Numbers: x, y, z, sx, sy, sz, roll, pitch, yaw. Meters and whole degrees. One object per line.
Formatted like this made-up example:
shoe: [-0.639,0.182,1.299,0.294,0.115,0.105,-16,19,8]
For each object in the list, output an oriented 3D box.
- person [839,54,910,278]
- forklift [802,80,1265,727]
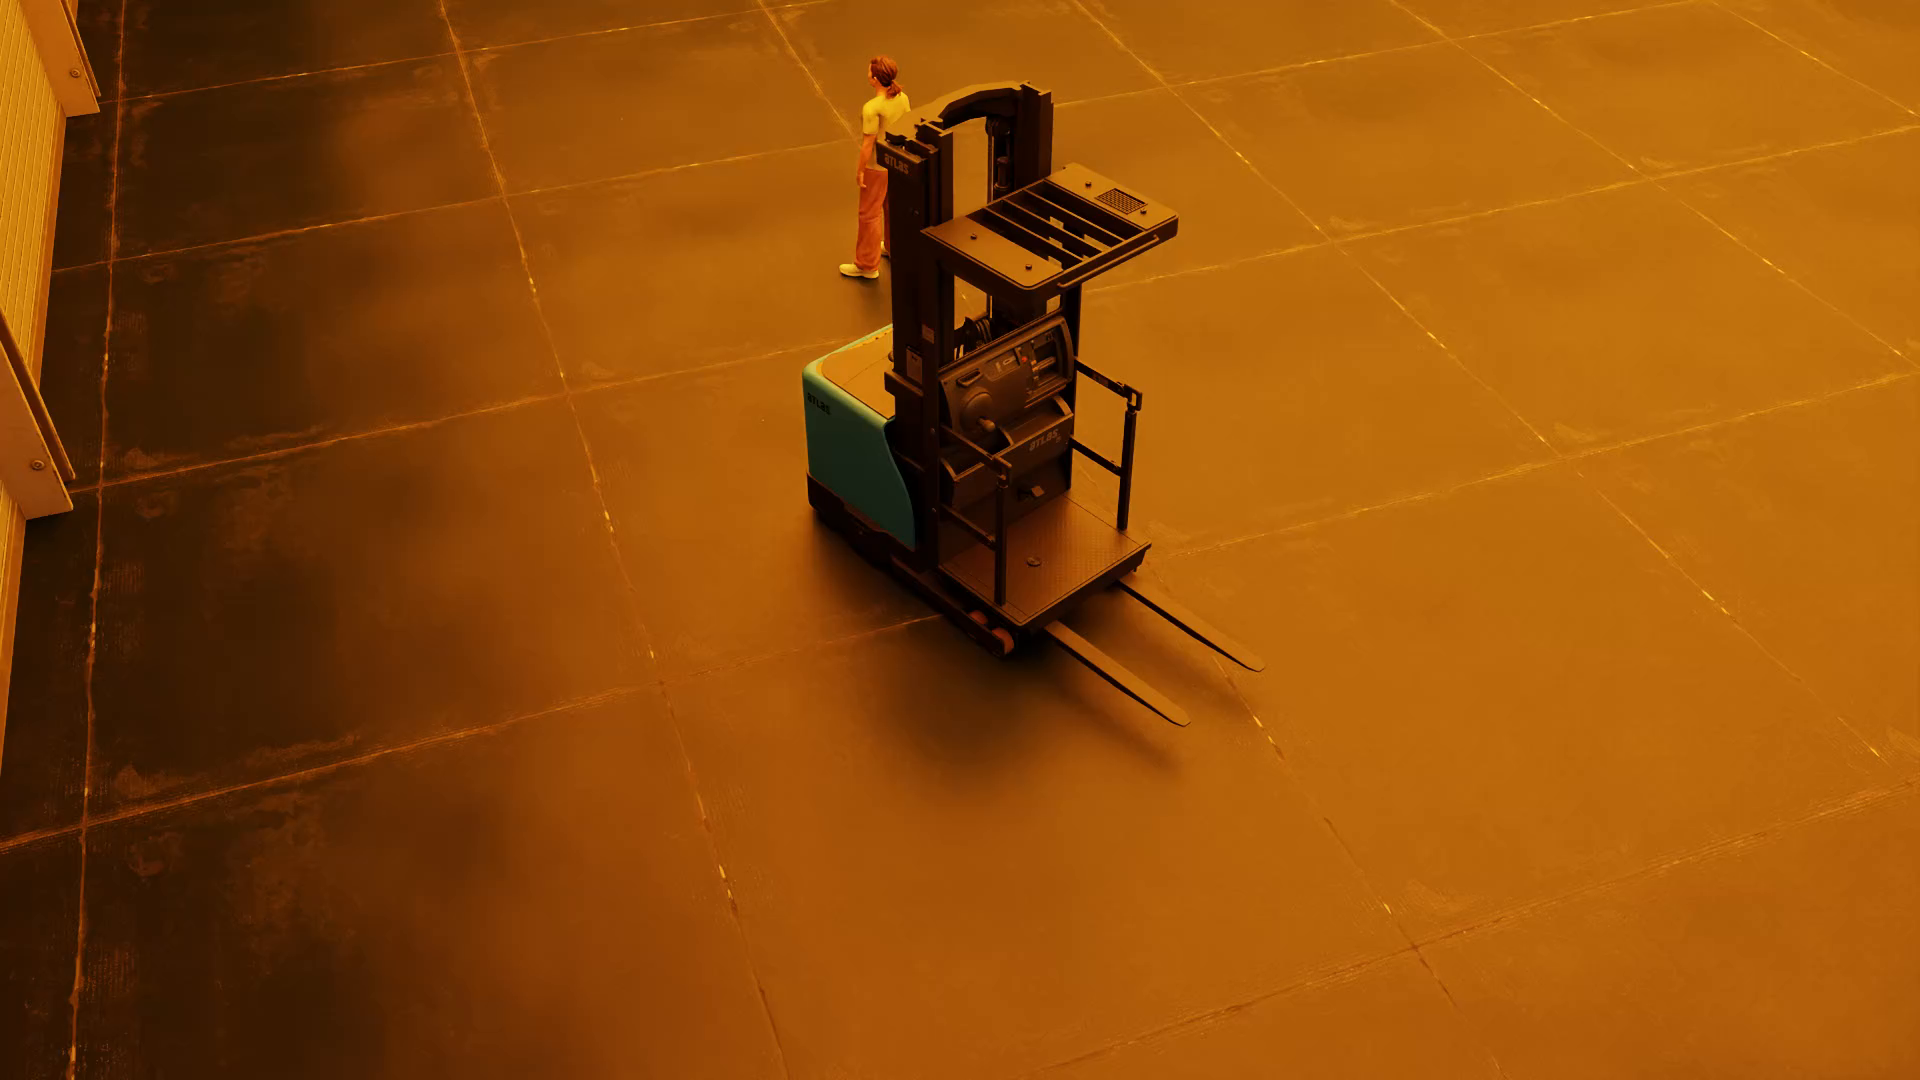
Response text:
person: [-0.601,-2.761,12.262,0.398,1.674,0.593,24,46,26]
forklift: [0.409,-0.833,8.988,1.130,2.935,3.031,-30,49,-31]
